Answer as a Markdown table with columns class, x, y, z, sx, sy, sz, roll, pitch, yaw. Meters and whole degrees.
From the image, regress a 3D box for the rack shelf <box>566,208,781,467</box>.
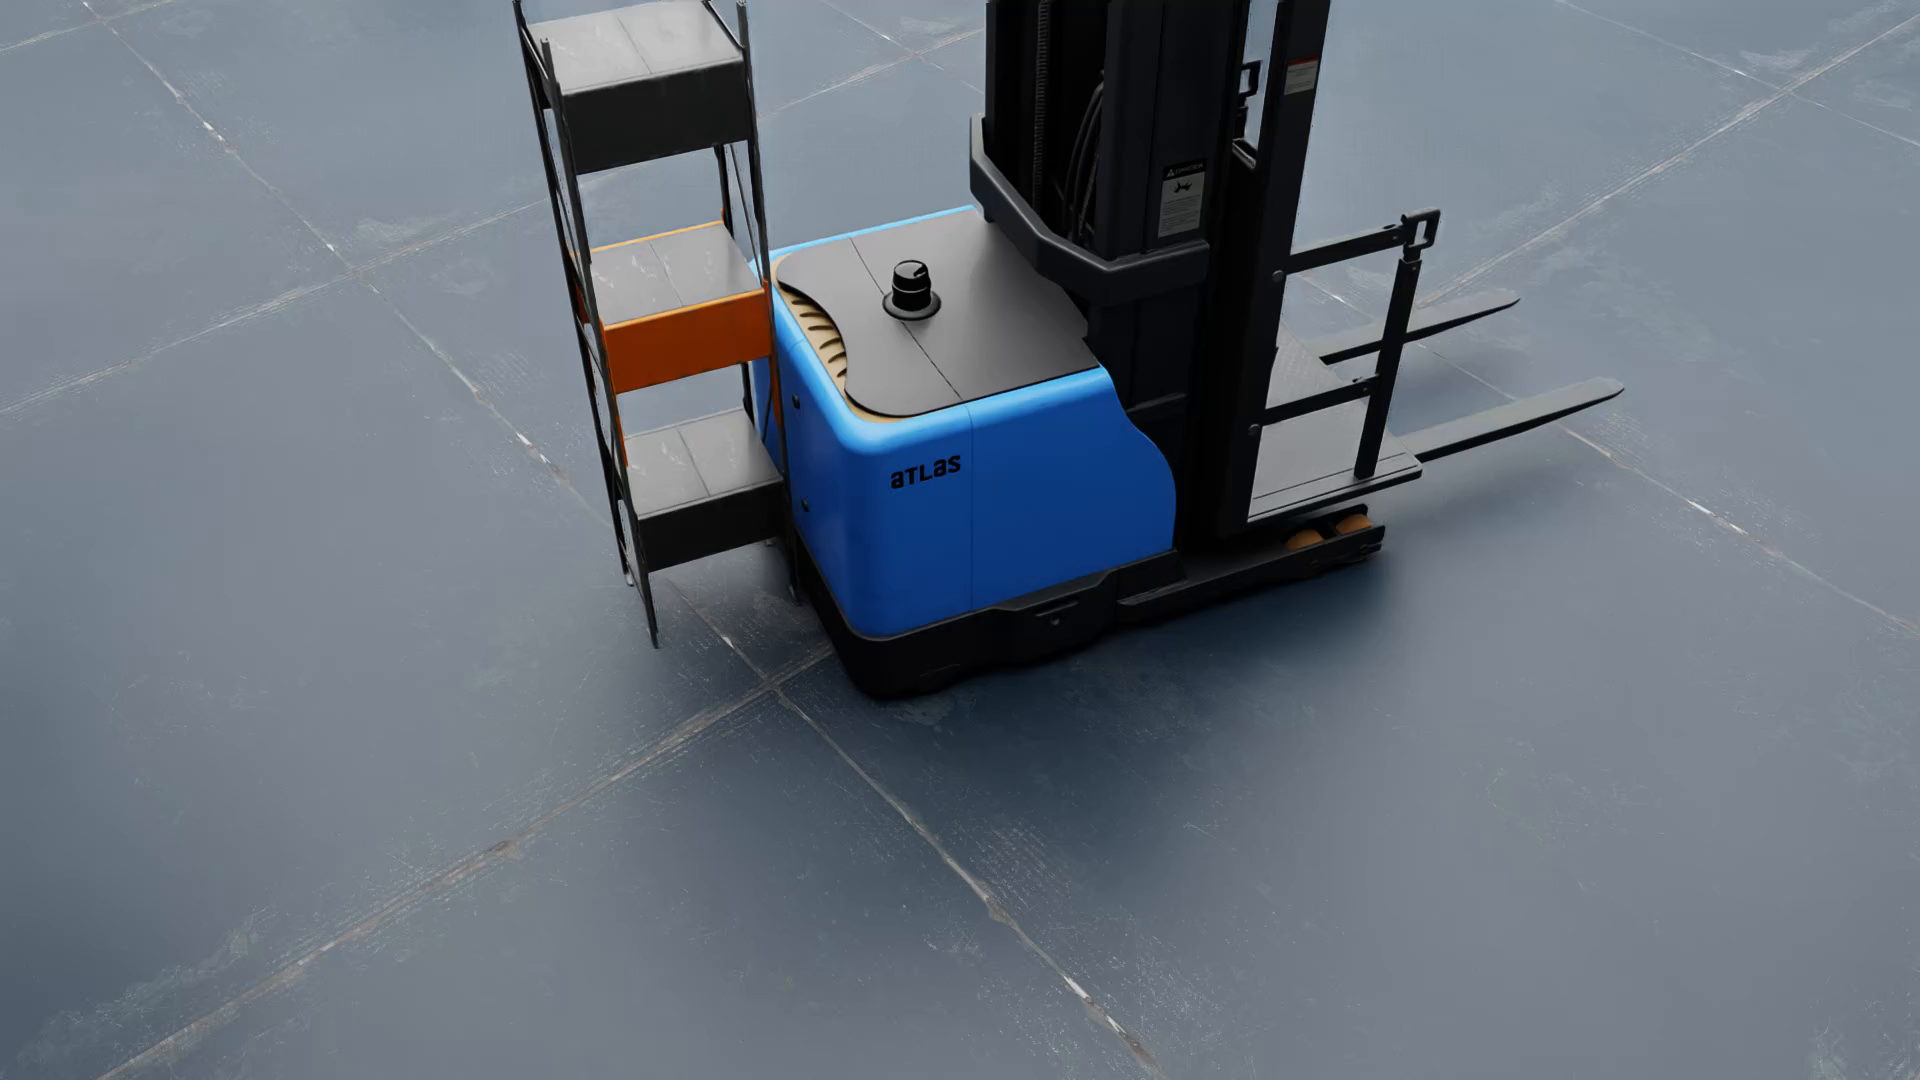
| class | x | y | z | sx | sy | sz | roll | pitch | yaw |
| --- | --- | --- | --- | --- | --- | --- | --- | --- | --- |
| rack shelf | -0.835 | -0.596 | 4.870 | 0.480 | 0.518 | 0.431 | -16 | 46 | -17 |

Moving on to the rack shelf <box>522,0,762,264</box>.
| class | x | y | z | sx | sy | sz | roll | pitch | yaw |
| --- | --- | --- | --- | --- | --- | --- | --- | --- | --- |
| rack shelf | -0.835 | -1.106 | 4.391 | 0.480 | 0.518 | 0.431 | -16 | 46 | -17 |

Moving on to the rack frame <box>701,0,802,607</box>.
| class | x | y | z | sx | sy | sz | roll | pitch | yaw |
| --- | --- | --- | --- | --- | --- | --- | --- | --- | --- |
| rack frame | -0.611 | -0.672 | 4.932 | 0.015 | 2.100 | 0.400 | -16 | 46 | -17 |

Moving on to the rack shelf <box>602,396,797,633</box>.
| class | x | y | z | sx | sy | sz | roll | pitch | yaw |
| --- | --- | --- | --- | --- | --- | --- | --- | --- | --- |
| rack shelf | -0.835 | -0.085 | 5.350 | 0.480 | 0.518 | 0.431 | -16 | 46 | -17 |

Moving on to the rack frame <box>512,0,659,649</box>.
| class | x | y | z | sx | sy | sz | roll | pitch | yaw |
| --- | --- | --- | --- | --- | --- | --- | --- | --- | --- |
| rack frame | -1.059 | -0.540 | 4.791 | 0.015 | 2.100 | 0.400 | -16 | 46 | -17 |

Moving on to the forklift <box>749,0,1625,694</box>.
| class | x | y | z | sx | sy | sz | roll | pitch | yaw |
| --- | --- | --- | --- | --- | --- | --- | --- | --- | --- |
| forklift | 0.884 | -1.256 | 4.947 | 3.031 | 2.935 | 1.130 | -16 | 46 | -17 |

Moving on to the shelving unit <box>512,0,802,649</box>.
| class | x | y | z | sx | sy | sz | roll | pitch | yaw |
| --- | --- | --- | --- | --- | --- | --- | --- | --- | --- |
| shelving unit | -0.835 | -0.606 | 4.861 | 0.503 | 2.100 | 0.431 | -16 | 46 | -17 |
